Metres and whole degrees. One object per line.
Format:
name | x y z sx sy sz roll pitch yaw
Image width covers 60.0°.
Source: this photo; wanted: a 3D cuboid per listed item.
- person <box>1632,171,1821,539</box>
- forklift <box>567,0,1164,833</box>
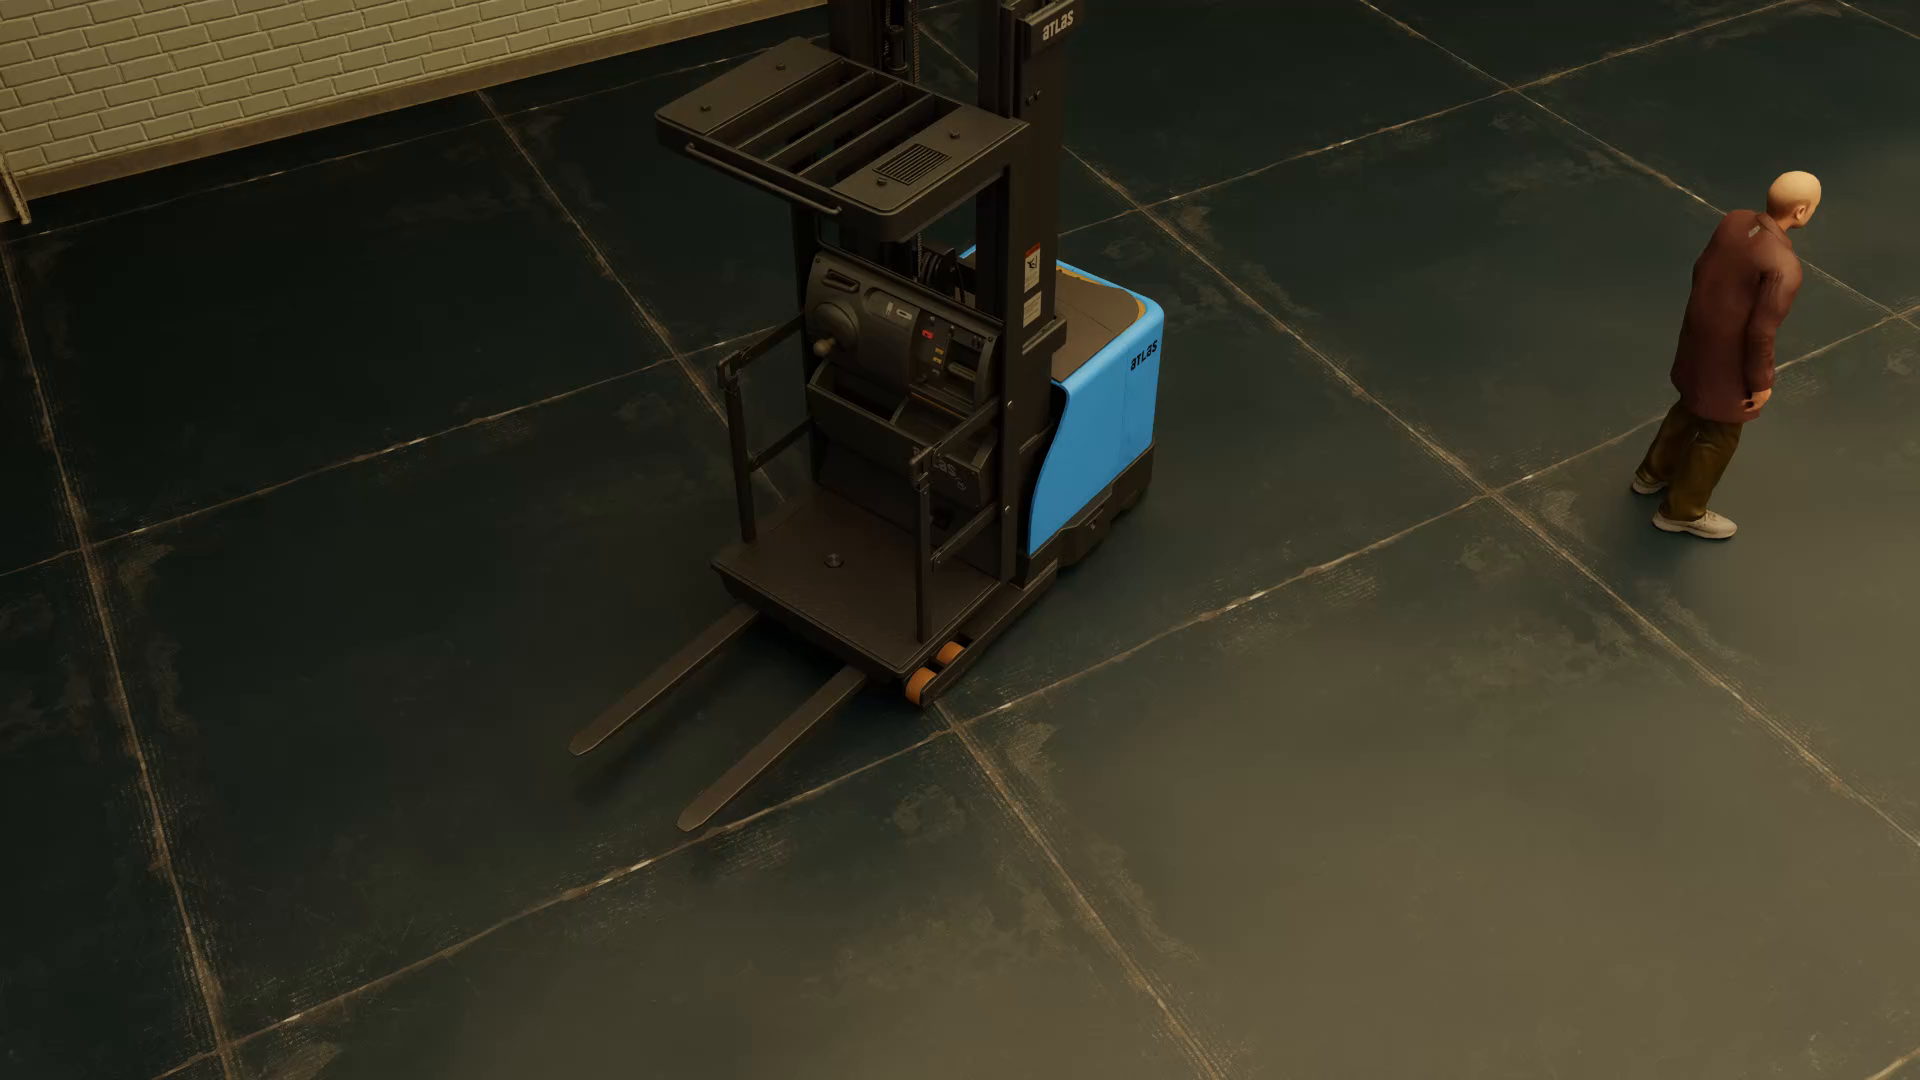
person | 3.444 -0.847 7.462 0.434 1.773 0.652 -4 43 -5
forklift | -0.375 -0.749 6.505 1.130 2.935 3.031 28 50 27
